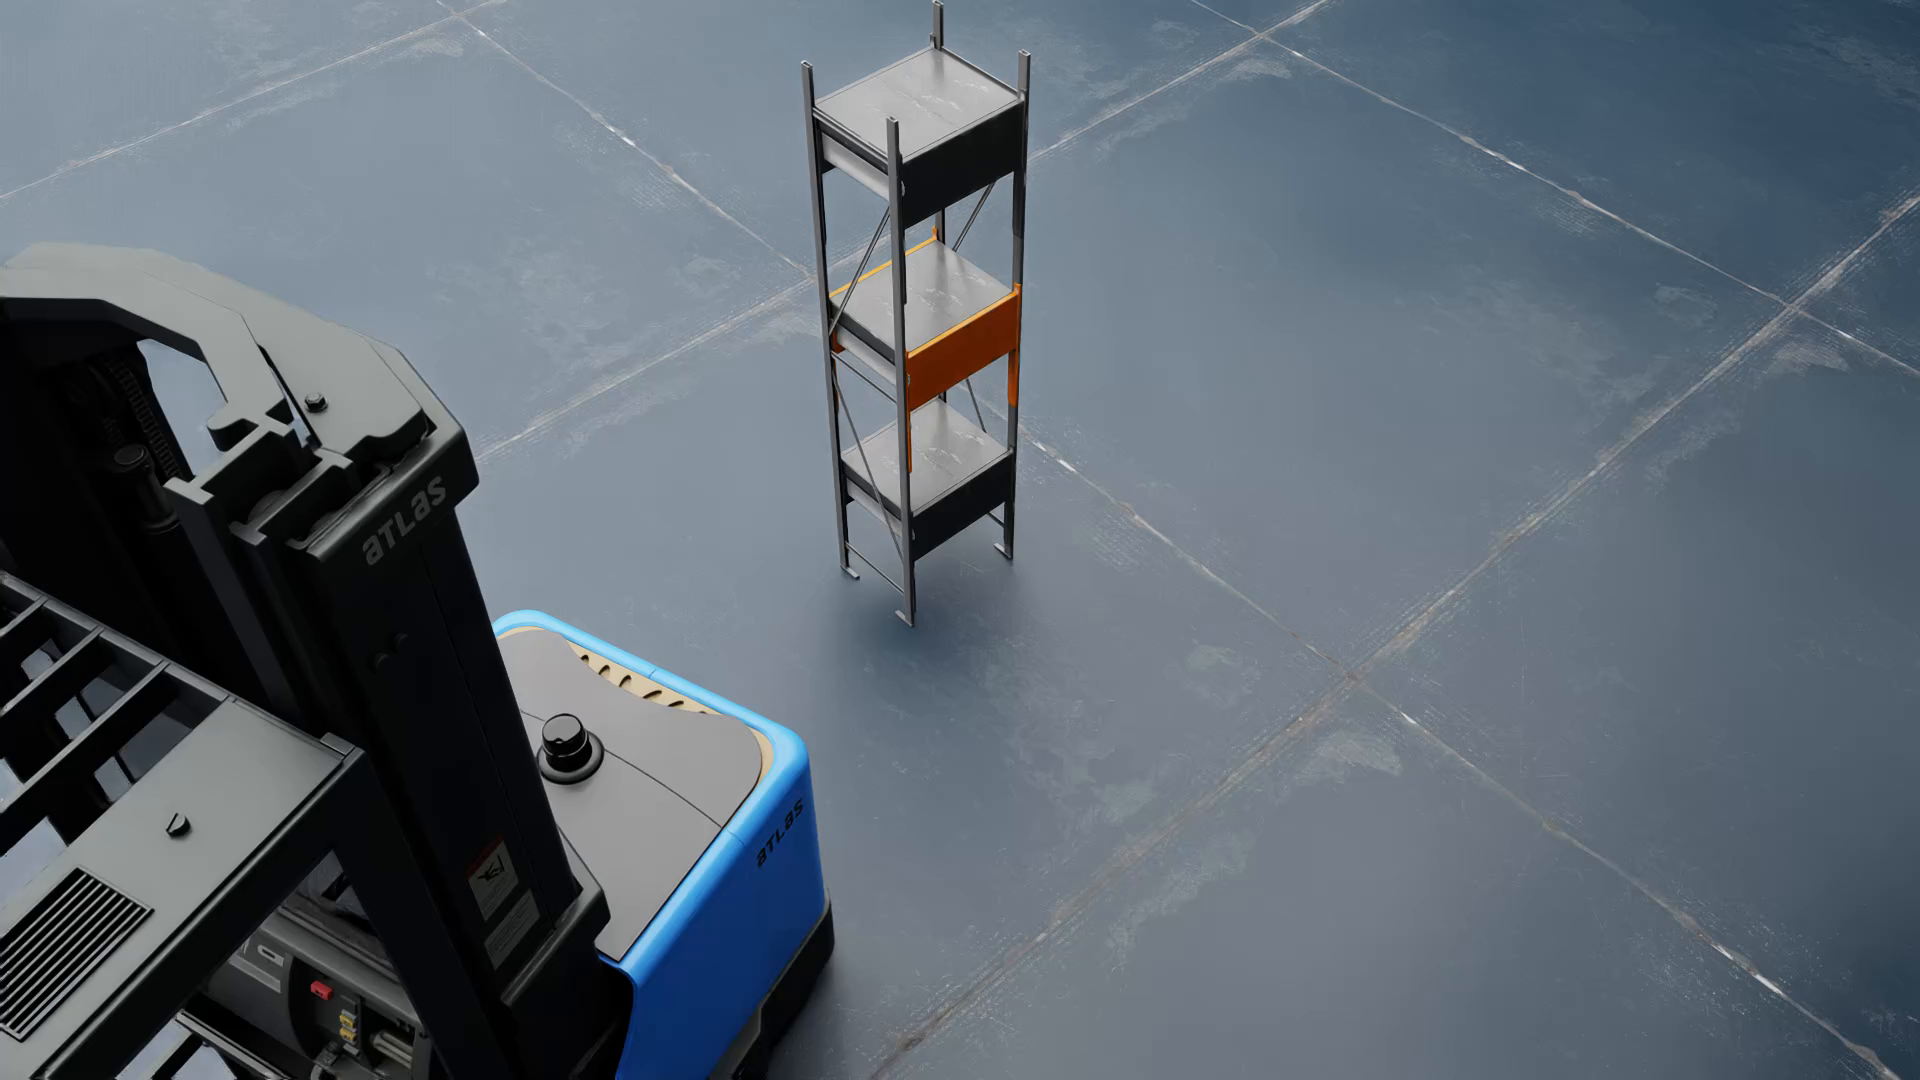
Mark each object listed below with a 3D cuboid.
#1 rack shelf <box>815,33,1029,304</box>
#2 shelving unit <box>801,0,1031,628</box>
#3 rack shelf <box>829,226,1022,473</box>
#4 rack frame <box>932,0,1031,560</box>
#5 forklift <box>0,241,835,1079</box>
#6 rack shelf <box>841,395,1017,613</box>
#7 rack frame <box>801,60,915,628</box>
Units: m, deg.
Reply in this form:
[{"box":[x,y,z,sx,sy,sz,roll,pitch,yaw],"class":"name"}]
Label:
[{"box":[-0.122,-1.096,4.898,0.480,0.518,0.431,-34,56,-27],"class":"rack shelf"},{"box":[-0.122,-0.630,5.403,0.503,2.100,0.431,-34,56,-27],"class":"shelving unit"},{"box":[-0.122,-0.621,5.413,0.480,0.518,0.431,-34,56,-27],"class":"rack shelf"},{"box":[0.058,-0.751,5.514,0.015,2.100,0.400,-34,56,-27],"class":"rack frame"},{"box":[-1.539,1.024,3.311,1.130,2.935,3.031,22,51,19],"class":"forklift"},{"box":[-0.122,-0.146,5.927,0.480,0.518,0.431,-34,56,-27],"class":"rack shelf"},{"box":[-0.303,-0.510,5.291,0.015,2.100,0.400,-34,56,-27],"class":"rack frame"}]
